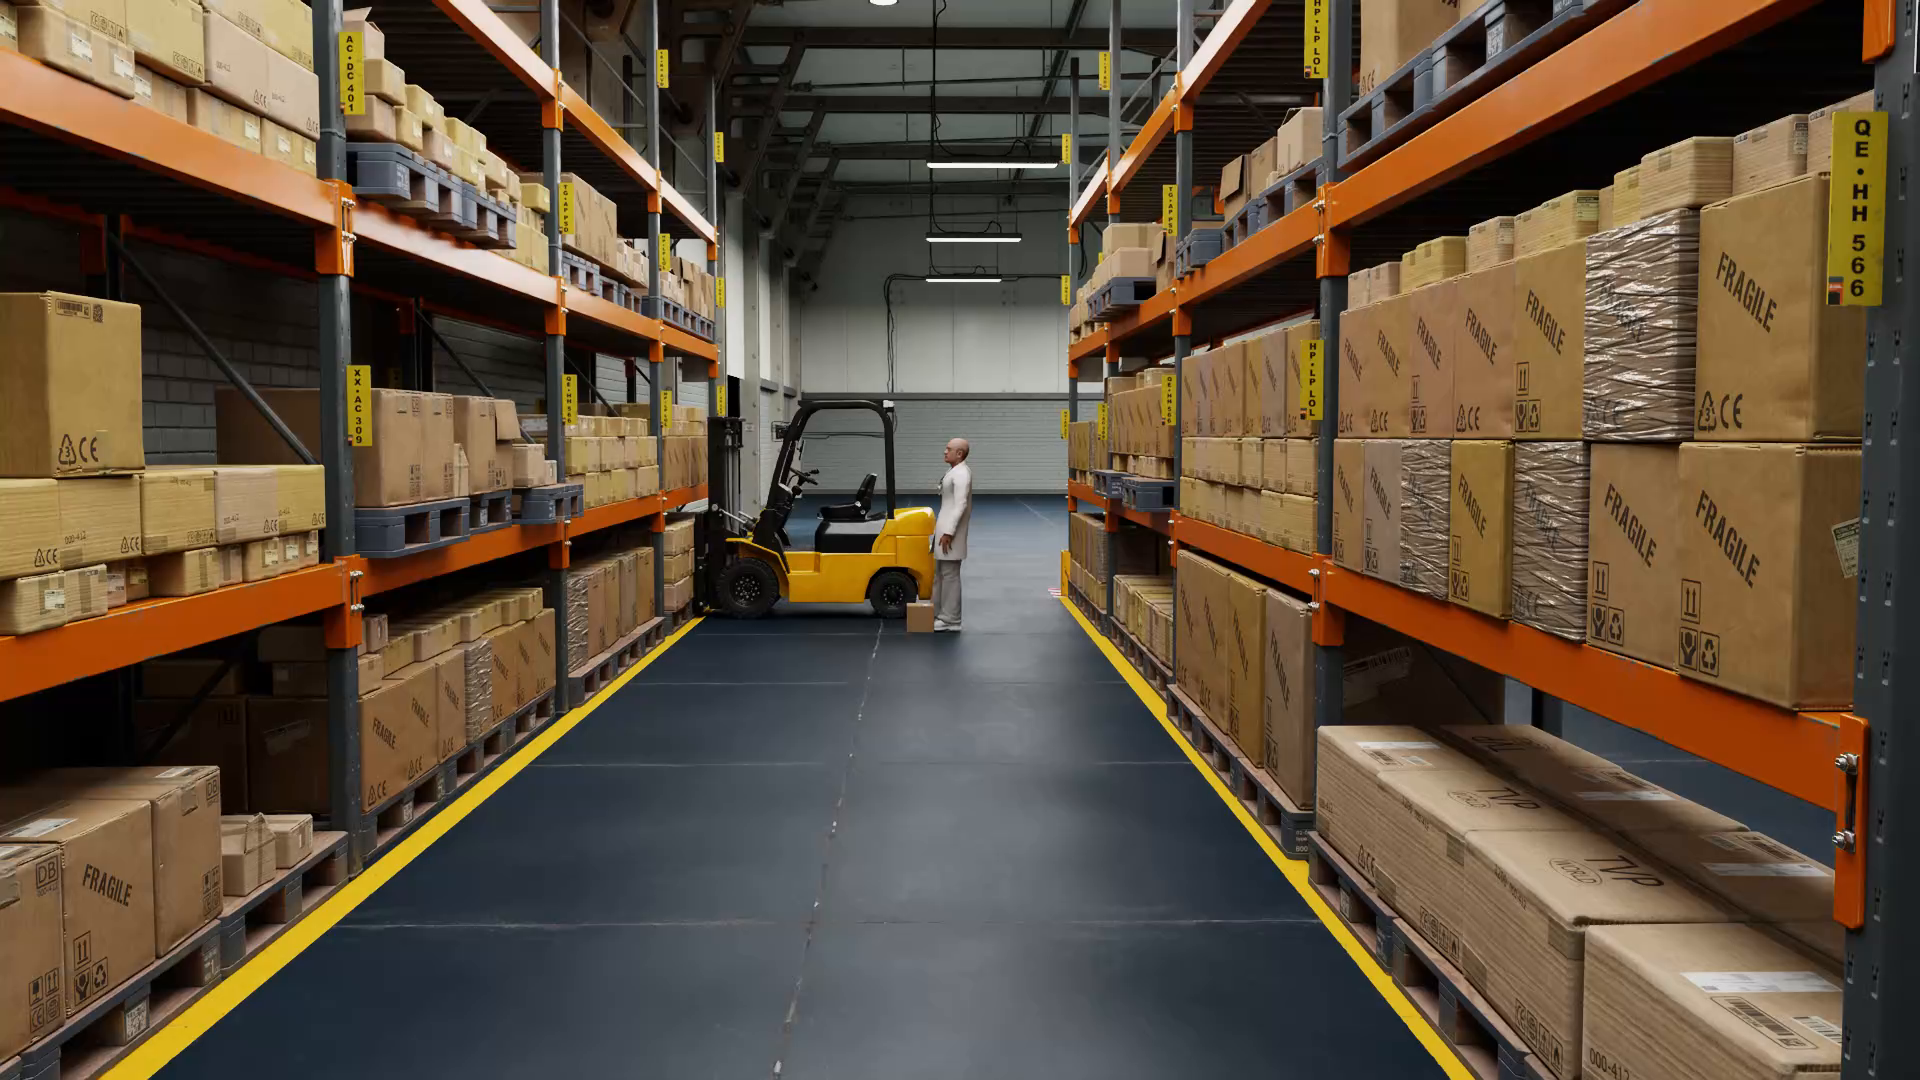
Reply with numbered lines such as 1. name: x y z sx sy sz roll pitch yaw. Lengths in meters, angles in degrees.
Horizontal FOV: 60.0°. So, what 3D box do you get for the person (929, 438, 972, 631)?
1. person: -0.175 -0.052 15.365 0.581 1.776 0.697 0 4 -1
